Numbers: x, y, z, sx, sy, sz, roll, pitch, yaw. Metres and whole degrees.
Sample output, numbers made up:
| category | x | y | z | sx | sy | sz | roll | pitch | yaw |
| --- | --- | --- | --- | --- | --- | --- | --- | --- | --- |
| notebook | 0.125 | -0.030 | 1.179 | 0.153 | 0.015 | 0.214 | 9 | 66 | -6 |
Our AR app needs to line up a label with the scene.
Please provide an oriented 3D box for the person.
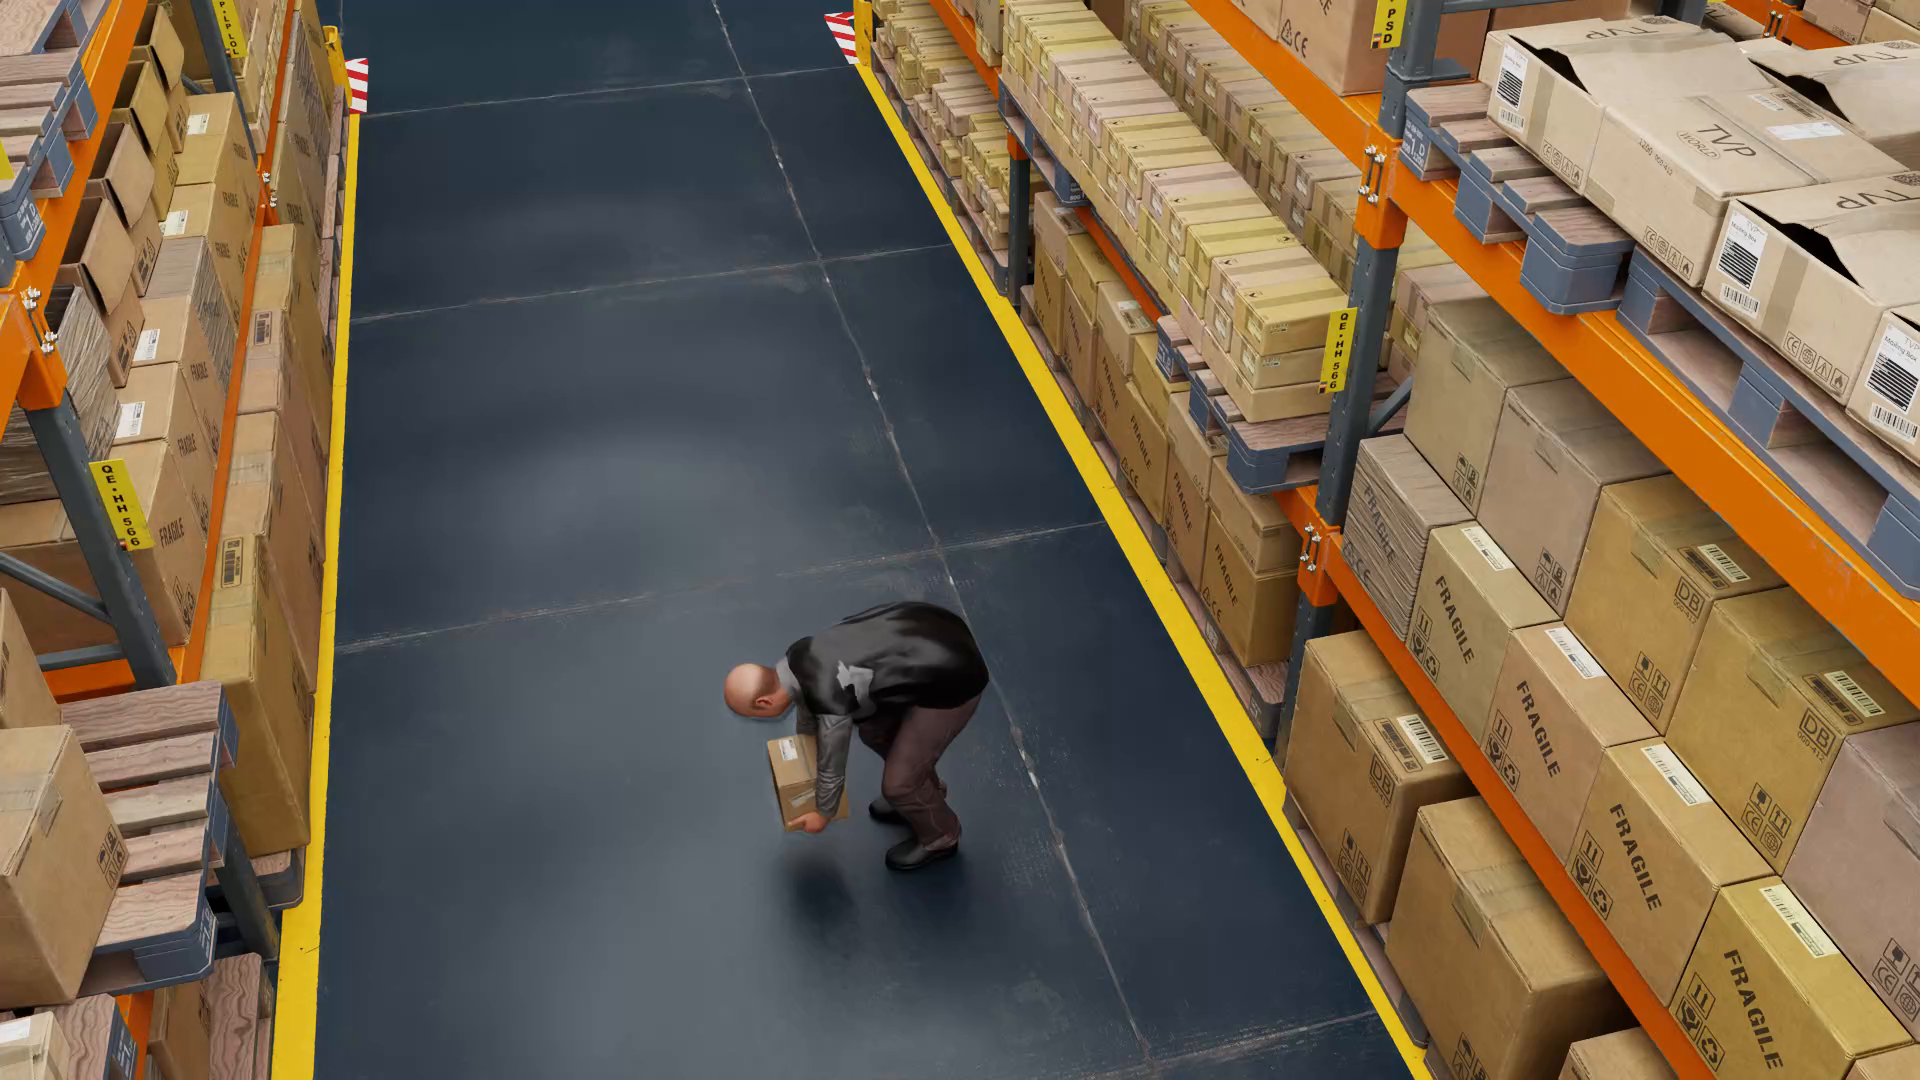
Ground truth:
| category | x | y | z | sx | sy | sz | roll | pitch | yaw |
| --- | --- | --- | --- | --- | --- | --- | --- | --- | --- |
| person | -0.381 | 0.765 | 6.252 | 0.960 | 1.111 | 0.470 | -11 | 39 | -13 |
